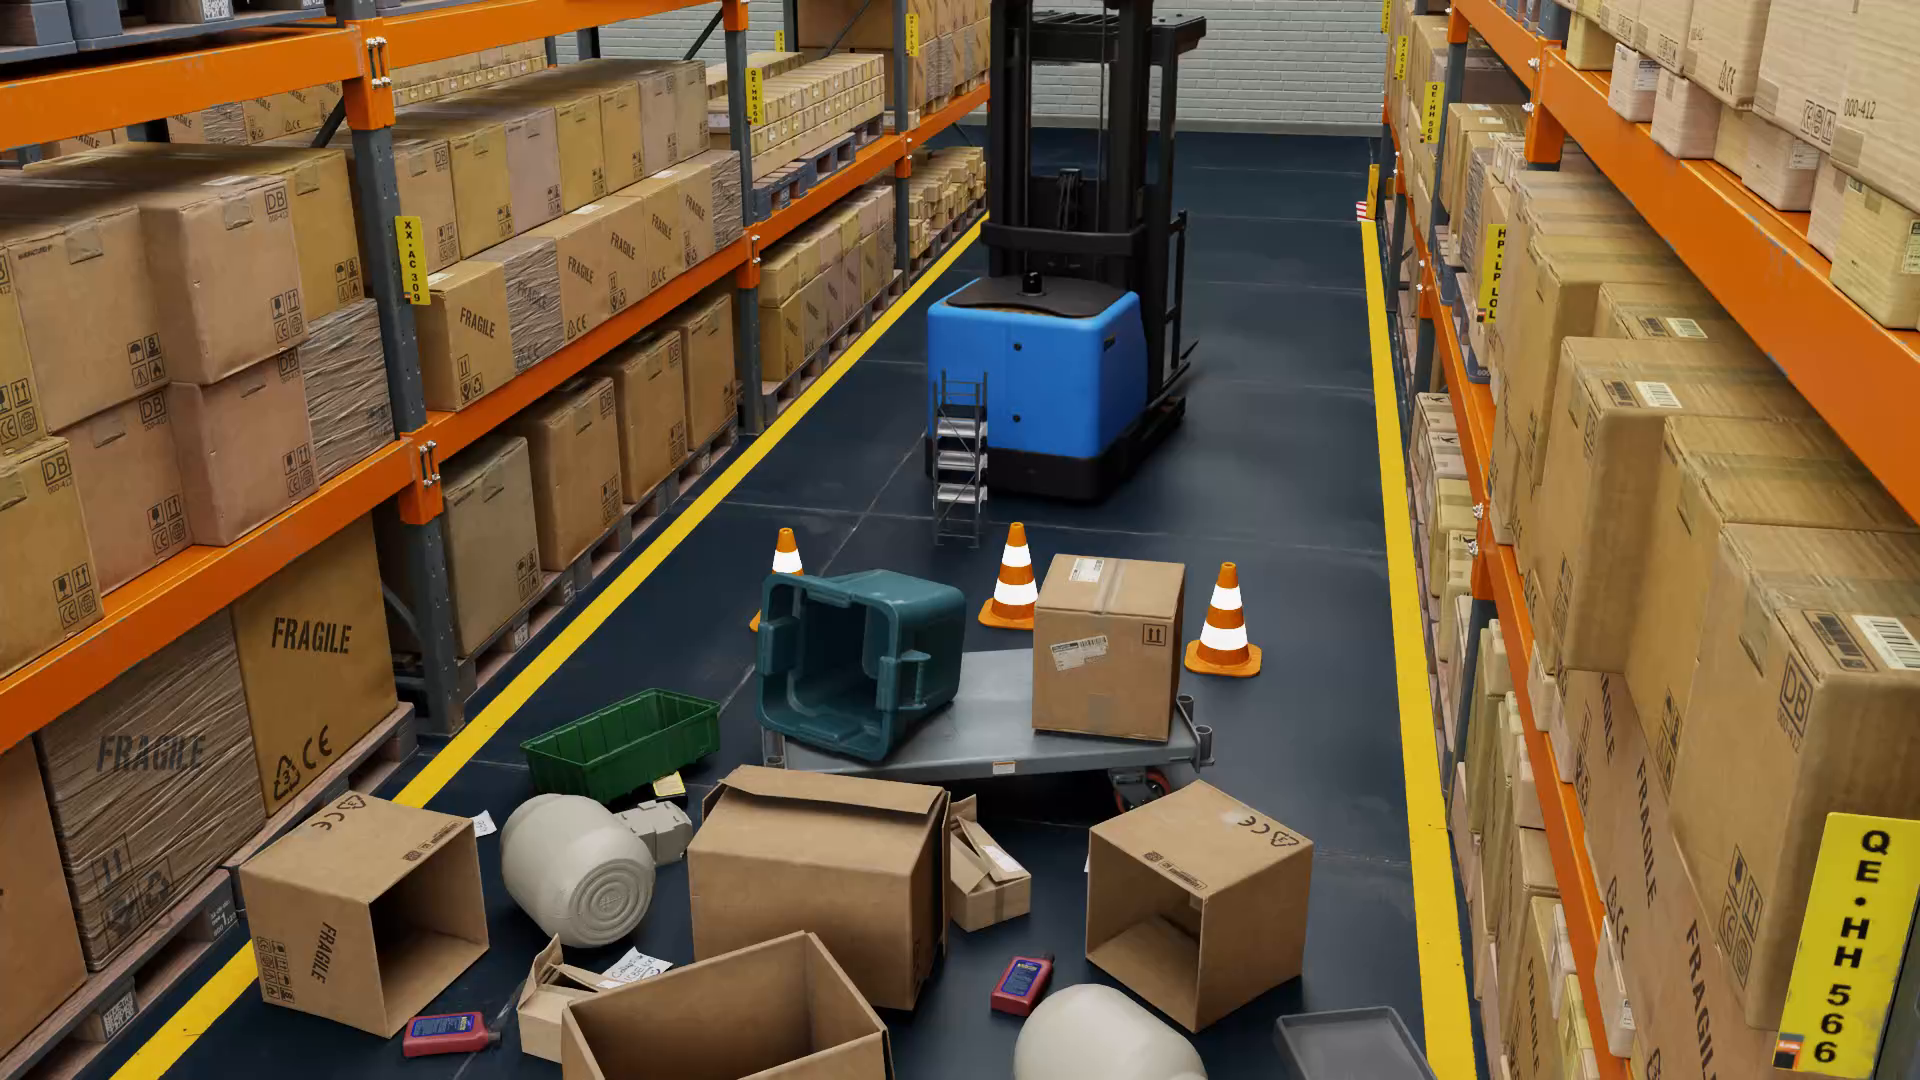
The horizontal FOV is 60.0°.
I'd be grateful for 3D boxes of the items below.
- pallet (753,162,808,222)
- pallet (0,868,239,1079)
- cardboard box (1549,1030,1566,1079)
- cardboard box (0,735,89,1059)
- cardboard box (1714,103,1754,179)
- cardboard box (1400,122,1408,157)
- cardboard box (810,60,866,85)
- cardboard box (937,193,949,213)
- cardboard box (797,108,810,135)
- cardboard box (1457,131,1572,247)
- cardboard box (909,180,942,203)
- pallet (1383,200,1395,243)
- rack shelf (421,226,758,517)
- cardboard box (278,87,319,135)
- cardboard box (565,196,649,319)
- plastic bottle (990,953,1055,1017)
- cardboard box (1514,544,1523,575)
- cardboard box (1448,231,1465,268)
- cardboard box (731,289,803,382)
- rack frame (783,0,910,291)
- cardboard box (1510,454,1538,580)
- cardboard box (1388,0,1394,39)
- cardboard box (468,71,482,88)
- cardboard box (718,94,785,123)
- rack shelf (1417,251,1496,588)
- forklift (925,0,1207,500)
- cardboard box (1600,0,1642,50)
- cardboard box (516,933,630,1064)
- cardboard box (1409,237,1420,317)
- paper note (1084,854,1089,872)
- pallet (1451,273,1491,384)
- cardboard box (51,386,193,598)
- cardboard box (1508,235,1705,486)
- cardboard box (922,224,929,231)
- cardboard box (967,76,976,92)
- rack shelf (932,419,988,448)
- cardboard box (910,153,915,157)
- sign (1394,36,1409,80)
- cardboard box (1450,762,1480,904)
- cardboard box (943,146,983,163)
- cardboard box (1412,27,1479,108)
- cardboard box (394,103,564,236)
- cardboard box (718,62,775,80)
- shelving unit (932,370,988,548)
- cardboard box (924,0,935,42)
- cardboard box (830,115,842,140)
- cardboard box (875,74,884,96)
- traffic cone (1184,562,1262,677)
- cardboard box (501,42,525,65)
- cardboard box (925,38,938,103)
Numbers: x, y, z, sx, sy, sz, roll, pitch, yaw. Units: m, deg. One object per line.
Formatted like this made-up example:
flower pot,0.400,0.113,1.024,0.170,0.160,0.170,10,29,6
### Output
pallet,-1.703,-2.275,10.743,1.213,0.211,1.003,4,22,11
pallet,-3.039,1.381,5.141,1.003,0.211,1.213,4,22,11
cardboard box,1.502,1.400,3.476,0.500,0.500,0.500,5,23,13
cardboard box,-3.125,1.047,4.521,0.875,0.875,0.875,4,22,10
cardboard box,1.578,-0.721,2.951,0.380,0.149,0.250,4,22,9
cardboard box,3.591,-3.007,12.505,0.500,0.250,0.500,4,22,10
cardboard box,-0.927,-3.557,12.649,0.380,0.149,0.250,4,22,9
cardboard box,-0.312,-3.152,15.521,0.380,0.149,0.250,4,22,11
cardboard box,-1.241,-2.853,11.298,0.380,0.149,0.250,4,22,11
cardboard box,2.603,-1.601,7.719,0.500,0.500,0.500,5,22,12
cardboard box,-0.374,-3.193,15.223,0.380,0.149,0.250,5,22,12
pallet,4.669,-3.088,16.239,1.003,0.211,1.213,4,22,11
rack shelf,-2.152,-1.030,8.358,1.077,0.370,4.000,4,22,11
cardboard box,-5.698,-3.647,13.759,0.500,0.500,0.500,5,23,13
cardboard box,-1.879,-1.403,8.188,0.500,0.500,0.500,5,22,12
plastic bottle,0.207,1.401,5.294,0.133,0.061,0.283,8,23,20
cardboard box,1.927,0.012,5.144,0.380,0.149,0.250,5,22,12
cardboard box,2.606,-1.432,8.167,0.380,0.149,0.250,5,22,11
cardboard box,-1.350,-1.369,11.022,0.500,0.500,0.500,4,22,9
rack frame,-0.928,-3.558,13.672,1.000,3.000,0.127,4,22,11
cardboard box,1.864,-0.151,4.681,0.500,0.500,0.500,4,22,11
cardboard box,4.378,-5.036,15.872,0.500,0.500,0.500,4,22,10
cardboard box,-5.009,-4.605,16.608,0.380,0.149,0.250,5,22,12
cardboard box,-1.353,-2.791,10.746,0.380,0.149,0.250,4,22,11
rack shelf,2.715,-0.689,7.513,1.077,0.370,4.000,4,22,11
forklift,0.815,-2.102,10.149,1.130,2.935,3.031,8,23,20
cardboard box,1.738,-1.240,3.704,0.500,0.250,0.500,5,22,11
cardboard box,-1.108,1.405,5.009,0.396,0.266,0.258,8,23,20
cardboard box,3.891,-2.194,12.567,0.875,0.875,0.875,5,23,13
paper note,0.528,1.150,5.958,0.148,0.019,0.142,4,22,11
pallet,2.759,-0.938,7.425,1.003,0.211,1.213,4,22,11
cardboard box,-2.939,-0.174,5.070,0.875,0.550,0.550,4,22,11
cardboard box,1.750,-0.429,4.032,0.700,0.500,0.500,4,22,10
cardboard box,-0.485,-2.731,14.873,0.380,0.149,0.250,4,22,11
cardboard box,-0.054,-4.487,16.316,0.380,0.149,0.250,5,22,12
rack shelf,0.002,-0.556,8.638,0.258,0.077,0.200,4,22,11
cardboard box,-0.666,-3.811,16.758,0.380,0.149,0.250,4,22,11
sign,3.395,-3.697,12.754,0.100,0.325,0.005,4,22,11
cardboard box,1.922,0.984,5.513,0.500,0.250,0.500,3,22,8
cardboard box,0.029,-3.956,17.119,0.380,0.149,0.250,5,22,12
cardboard box,3.386,-3.217,11.354,0.500,0.500,0.500,4,22,10
cardboard box,-2.258,-1.697,7.580,0.700,0.500,0.500,5,22,11
cardboard box,-1.617,-3.516,12.546,0.380,0.149,0.250,4,22,10
shelving unit,0.002,-0.420,8.693,0.258,0.900,0.210,4,22,11
cardboard box,-0.506,-4.543,14.248,0.500,0.500,0.500,4,22,9
cardboard box,-1.078,-2.999,12.059,0.380,0.149,0.250,5,23,13
cardboard box,-0.815,-3.613,13.186,0.380,0.149,0.250,5,23,13
traffic cone,1.189,0.325,7.427,0.336,0.463,0.334,4,22,11
cardboard box,-4.890,-5.121,17.356,0.500,0.250,0.500,4,22,10
cardboard box,-0.486,-4.085,14.450,0.500,0.500,0.500,4,22,11
